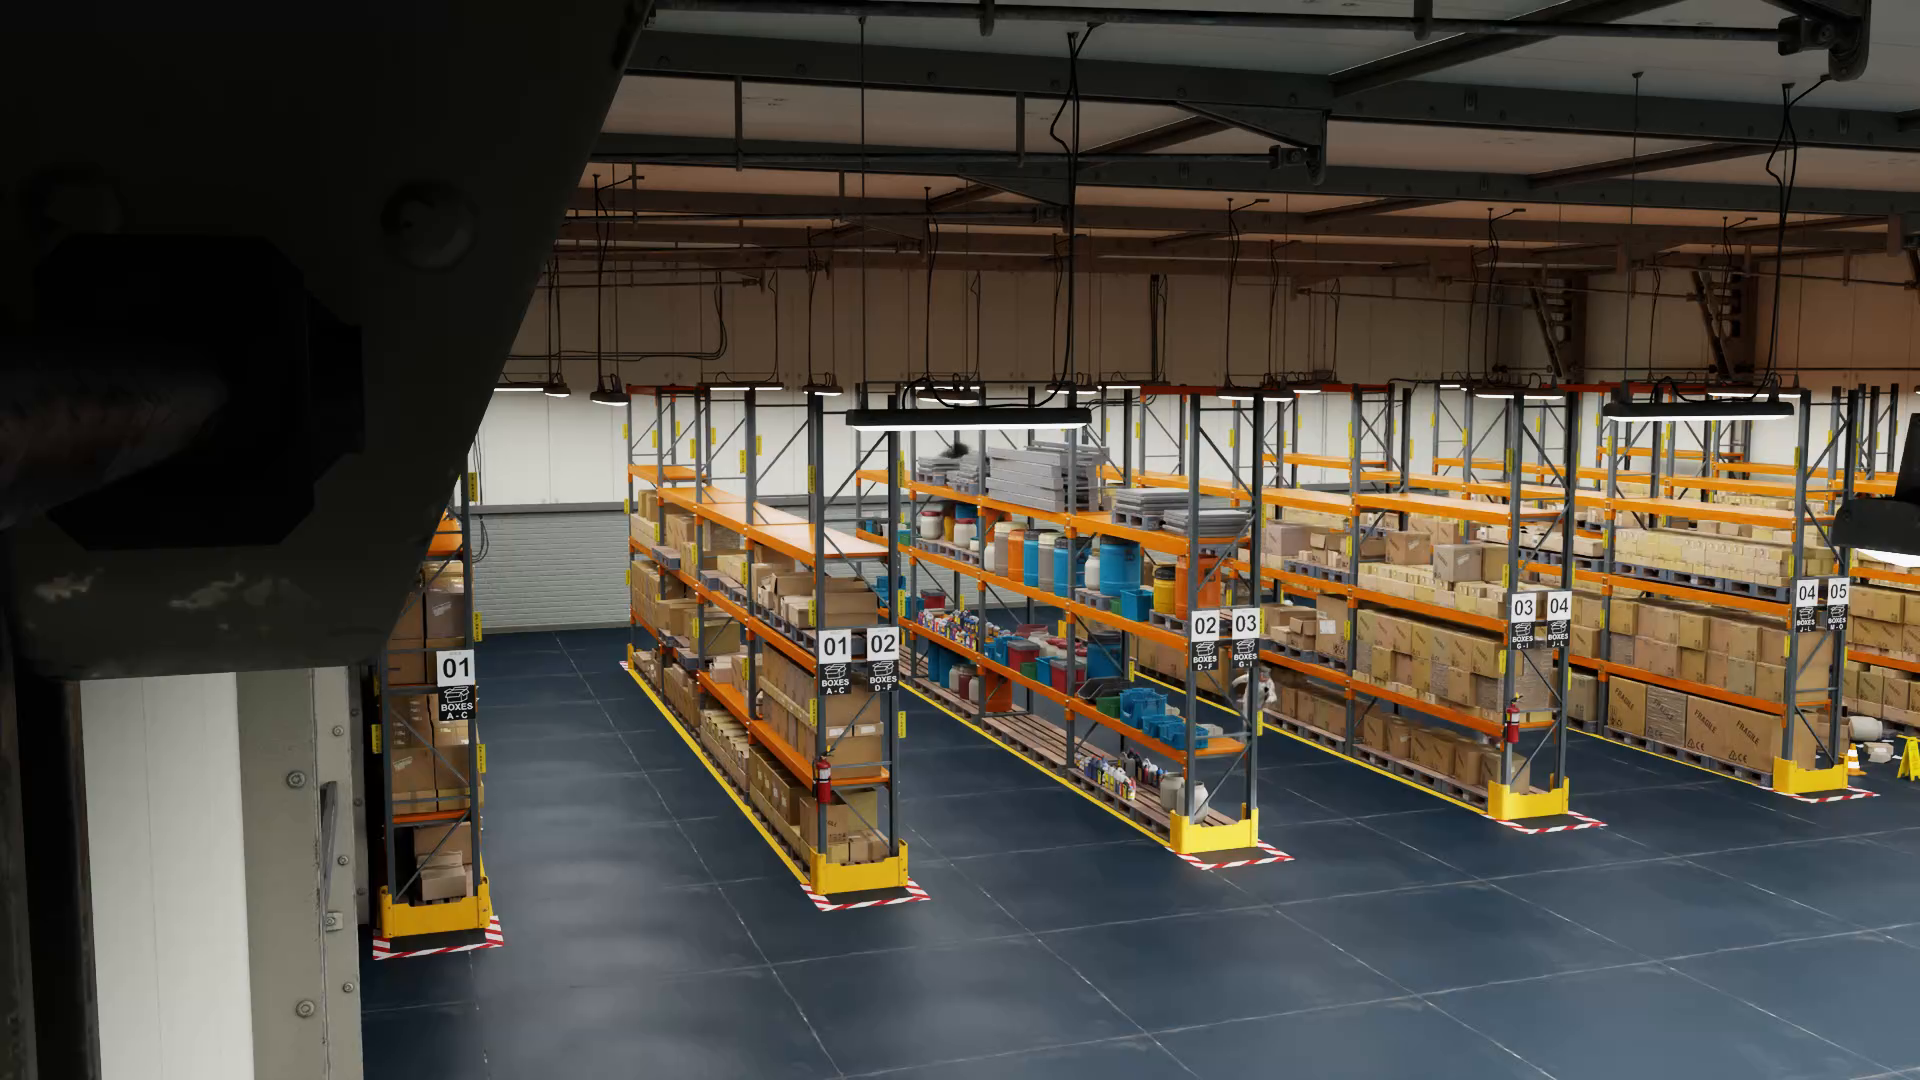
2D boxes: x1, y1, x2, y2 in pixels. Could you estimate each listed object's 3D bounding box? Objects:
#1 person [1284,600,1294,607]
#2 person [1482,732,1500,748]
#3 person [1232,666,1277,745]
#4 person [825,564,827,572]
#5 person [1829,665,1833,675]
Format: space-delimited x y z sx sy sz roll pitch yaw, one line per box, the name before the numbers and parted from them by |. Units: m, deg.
person | 6.537 2.040 33.754 0.908 1.683 0.601 2 6 18
person | 9.017 2.685 27.567 0.562 1.579 0.602 -2 6 -19
person | 4.911 2.761 27.624 0.623 1.422 0.944 0 6 -3
person | -3.417 1.373 39.938 0.568 1.708 0.678 2 6 17
person | 17.201 2.069 33.440 0.608 1.613 0.861 -2 6 -22
